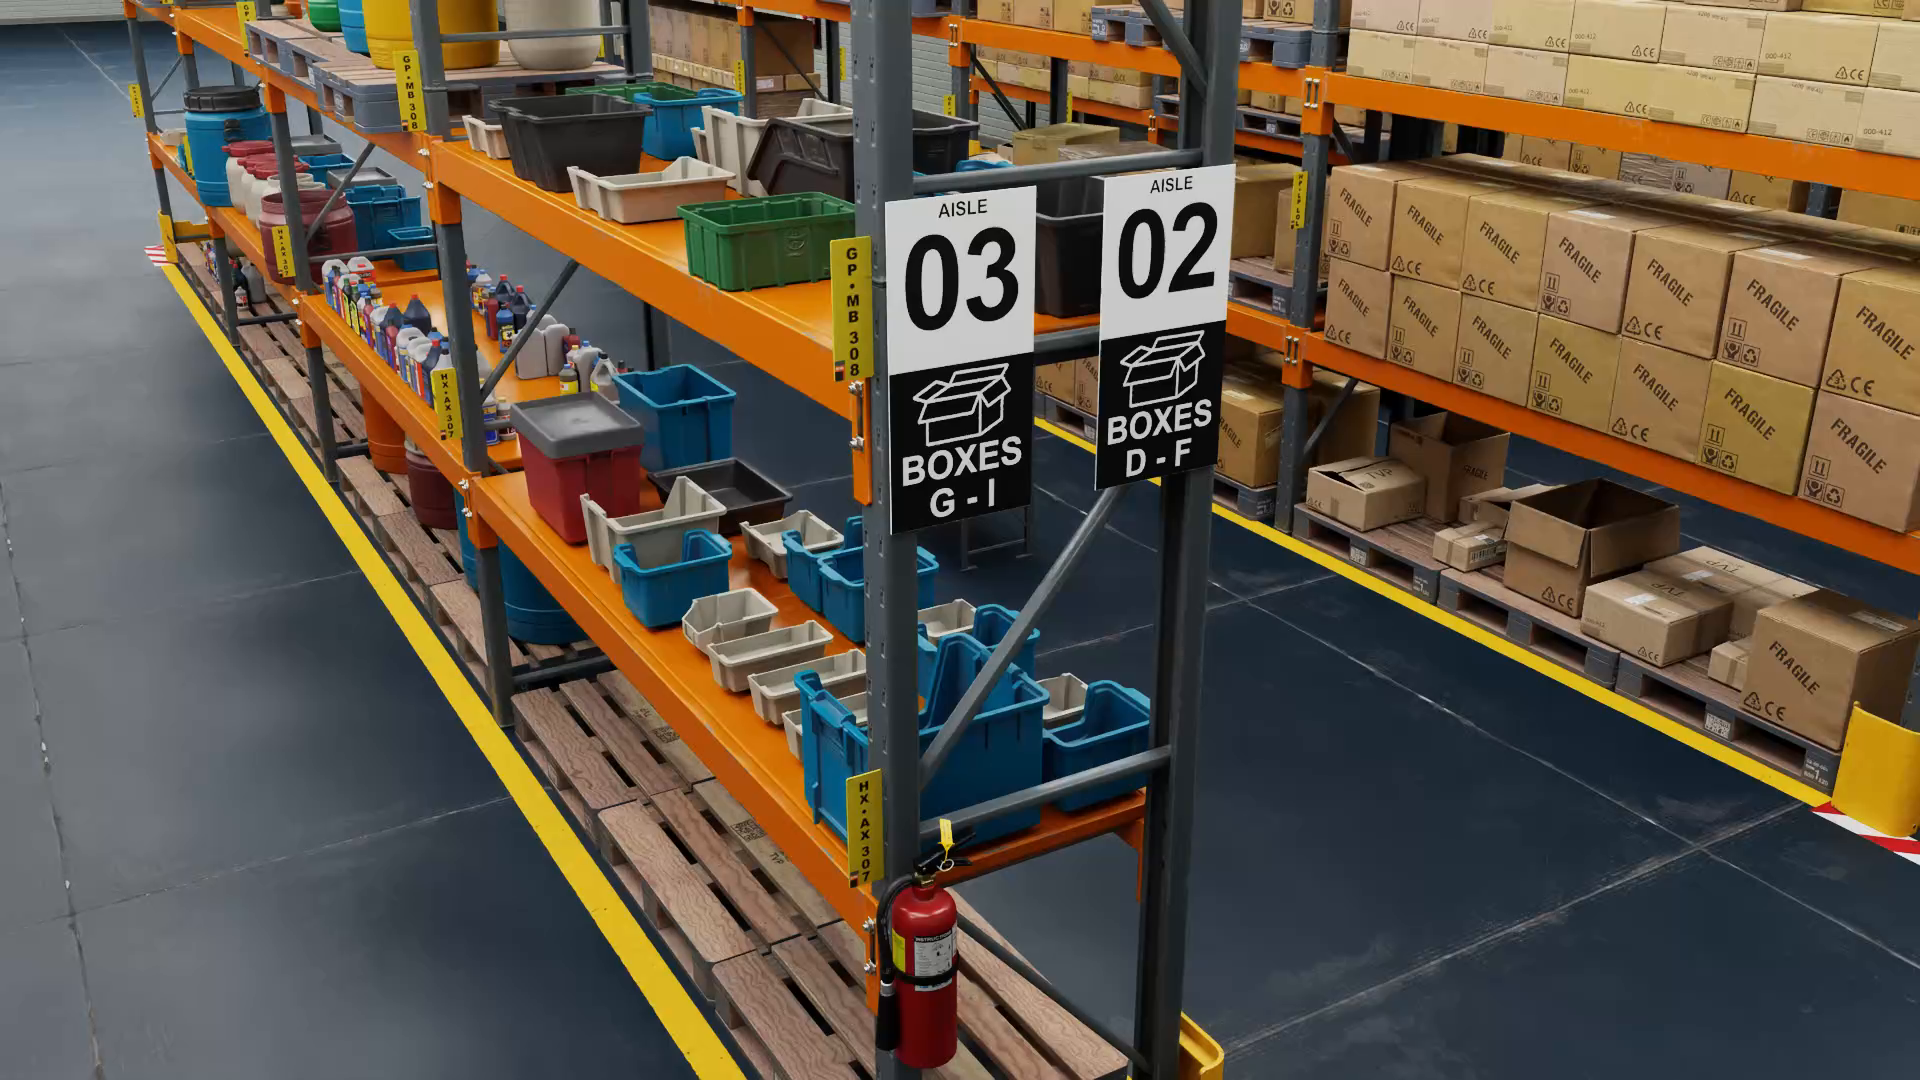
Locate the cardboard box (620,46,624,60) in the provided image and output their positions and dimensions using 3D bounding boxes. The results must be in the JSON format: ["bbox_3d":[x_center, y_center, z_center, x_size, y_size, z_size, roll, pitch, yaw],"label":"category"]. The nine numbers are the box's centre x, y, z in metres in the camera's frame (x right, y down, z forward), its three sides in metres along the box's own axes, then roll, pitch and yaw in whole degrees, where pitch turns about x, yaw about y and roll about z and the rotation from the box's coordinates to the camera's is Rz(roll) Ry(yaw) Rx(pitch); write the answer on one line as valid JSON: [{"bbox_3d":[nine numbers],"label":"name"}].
[{"bbox_3d":[-3.677,-5.600,19.111,0.380,0.149,0.250,-13,25,-29],"label":"cardboard box"}]

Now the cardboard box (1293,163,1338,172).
[{"bbox_3d":[3.735,-3.764,17.328,0.500,0.250,0.500,-13,25,-28],"label":"cardboard box"}]

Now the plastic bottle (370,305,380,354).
[{"bbox_3d":[-3.297,-1.202,9.456,0.097,0.271,0.097,0,22,0],"label":"plastic bottle"}]

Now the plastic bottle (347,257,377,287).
[{"bbox_3d":[-3.792,-1.650,10.552,0.152,0.276,0.135,-13,25,-28],"label":"plastic bottle"}]

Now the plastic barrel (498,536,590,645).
[{"bbox_3d":[-2.086,0.013,8.526,0.600,0.901,0.708,-13,25,-28],"label":"plastic barrel"}]

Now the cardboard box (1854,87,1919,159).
[{"bbox_3d":[3.992,-1.678,6.672,0.500,0.250,0.500,-13,25,-28],"label":"cardboard box"}]

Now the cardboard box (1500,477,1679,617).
[{"bbox_3d":[3.402,0.023,9.003,0.797,0.503,0.637,-13,25,-28],"label":"cardboard box"}]

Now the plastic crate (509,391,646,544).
[{"bbox_3d":[-1.582,-0.306,6.915,0.402,0.464,0.583,-13,25,-28],"label":"plastic crate"}]

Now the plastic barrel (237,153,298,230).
[{"bbox_3d":[-5.234,-2.649,12.664,0.433,0.535,0.433,0,22,0],"label":"plastic barrel"}]

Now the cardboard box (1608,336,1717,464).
[{"bbox_3d":[3.500,-0.711,7.944,0.500,0.500,0.500,-12,25,-28],"label":"cardboard box"}]

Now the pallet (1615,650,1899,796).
[{"bbox_3d":[4.034,0.767,8.144,1.003,0.211,1.213,-13,25,-28],"label":"pallet"}]

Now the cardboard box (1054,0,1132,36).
[{"bbox_3d":[1.173,-3.800,11.560,0.910,0.500,0.500,-13,25,-28],"label":"cardboard box"}]

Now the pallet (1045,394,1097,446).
[{"bbox_3d":[1.363,-0.897,12.237,1.003,0.211,1.213,-13,25,-28],"label":"pallet"}]

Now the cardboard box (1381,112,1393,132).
[{"bbox_3d":[4.403,-4.186,15.910,0.700,0.500,0.500,-16,27,-34],"label":"cardboard box"}]

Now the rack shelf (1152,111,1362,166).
[{"bbox_3d":[3.630,-4.100,17.370,1.077,0.370,4.000,-13,25,-28],"label":"rack shelf"}]

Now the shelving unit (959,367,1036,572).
[{"bbox_3d":[-0.044,-0.722,10.097,0.538,1.500,1.048,-13,25,-28],"label":"shelving unit"}]

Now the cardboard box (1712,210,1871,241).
[{"bbox_3d":[3.956,-1.277,8.008,0.500,0.500,0.500,-12,25,-28],"label":"cardboard box"}]

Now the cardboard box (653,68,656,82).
[{"bbox_3d":[-3.192,-5.145,18.854,0.700,0.500,0.500,-12,25,-27],"label":"cardboard box"}]

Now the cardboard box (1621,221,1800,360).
[{"bbox_3d":[3.490,-1.173,7.754,0.500,0.500,0.500,-12,25,-27],"label":"cardboard box"}]

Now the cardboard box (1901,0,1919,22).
[{"bbox_3d":[4.205,-2.304,6.553,0.700,0.500,0.500,-13,25,-28],"label":"cardboard box"}]

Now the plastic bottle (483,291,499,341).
[{"bbox_3d":[-2.738,-1.320,9.730,0.061,0.283,0.133,-13,25,-28],"label":"plastic bottle"}]

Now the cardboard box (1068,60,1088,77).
[{"bbox_3d":[1.593,-5.787,19.742,0.500,0.500,0.500,-13,26,-30],"label":"cardboard box"}]

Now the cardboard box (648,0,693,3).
[{"bbox_3d":[-3.437,-5.898,18.983,0.700,0.500,0.500,-13,25,-28],"label":"cardboard box"}]

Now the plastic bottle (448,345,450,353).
[{"bbox_3d":[-2.648,-0.903,8.720,0.097,0.271,0.097,0,22,0],"label":"plastic bottle"}]

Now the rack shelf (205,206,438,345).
[{"bbox_3d":[-4.887,-2.194,12.682,1.077,0.370,4.000,-13,25,-28],"label":"rack shelf"}]

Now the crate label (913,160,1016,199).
[{"bbox_3d":[0.027,-0.972,4.934,0.408,0.251,0.502,-13,25,-28],"label":"crate label"}]

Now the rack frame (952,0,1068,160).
[{"bbox_3d":[0.395,-2.832,13.295,1.000,3.000,0.127,-13,25,-28],"label":"rack frame"}]

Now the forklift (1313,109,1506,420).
[{"bbox_3d":[3.419,-2.733,13.142,1.130,2.935,3.031,-12,25,-27],"label":"forklift"}]

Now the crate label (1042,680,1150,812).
[{"bbox_3d":[0.378,0.616,4.955,0.416,0.233,0.303,-13,25,-28],"label":"crate label"}]

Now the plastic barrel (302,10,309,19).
[{"bbox_3d":[-4.036,-3.268,10.591,0.294,0.245,0.294,0,22,0],"label":"plastic barrel"}]

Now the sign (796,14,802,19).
[{"bbox_3d":[-2.822,-9.280,29.112,0.001,0.329,0.234,-13,25,-28],"label":"sign"}]

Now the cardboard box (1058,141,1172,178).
[{"bbox_3d":[1.116,-2.558,11.930,0.700,0.500,0.500,-8,23,-18],"label":"cardboard box"}]

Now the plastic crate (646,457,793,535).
[{"bbox_3d":[-1.020,-0.175,7.045,0.437,0.125,0.590,-13,25,-28],"label":"plastic crate"}]

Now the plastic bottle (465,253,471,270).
[{"bbox_3d":[-3.174,-1.703,10.672,0.061,0.283,0.133,-13,25,-28],"label":"plastic bottle"}]

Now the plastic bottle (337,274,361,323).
[{"bbox_3d":[-3.686,-1.471,10.111,0.152,0.276,0.135,-13,25,-28],"label":"plastic bottle"}]

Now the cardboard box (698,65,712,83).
[{"bbox_3d":[-2.490,-4.850,17.266,0.380,0.149,0.250,-13,25,-28],"label":"cardboard box"}]

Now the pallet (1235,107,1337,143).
[{"bbox_3d":[3.605,-4.330,17.235,1.003,0.211,1.213,-13,25,-28],"label":"pallet"}]

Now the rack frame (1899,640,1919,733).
[{"bbox_3d":[4.481,-0.242,6.924,1.000,3.000,0.127,-13,25,-28],"label":"rack frame"}]

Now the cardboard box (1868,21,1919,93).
[{"bbox_3d":[4.000,-1.911,6.581,0.500,0.250,0.500,-13,25,-28],"label":"cardboard box"}]

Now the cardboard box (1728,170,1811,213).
[{"bbox_3d":[6.242,-2.785,12.626,0.500,0.500,0.500,-13,26,-29],"label":"cardboard box"}]

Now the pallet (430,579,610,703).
[{"bbox_3d":[-2.181,0.449,8.928,1.003,0.211,1.213,-13,25,-28],"label":"pallet"}]

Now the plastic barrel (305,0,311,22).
[{"bbox_3d":[-3.578,-3.479,9.776,0.600,0.830,0.708,-13,25,-28],"label":"plastic barrel"}]

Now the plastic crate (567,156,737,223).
[{"bbox_3d":[-1.048,-1.179,5.596,0.437,0.136,0.530,-13,25,-28],"label":"plastic crate"}]

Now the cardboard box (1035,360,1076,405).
[{"bbox_3d":[0.906,-1.344,12.369,0.500,0.500,0.500,-13,25,-29],"label":"cardboard box"}]

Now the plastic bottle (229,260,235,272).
[{"bbox_3d":[-6.584,-2.367,15.085,0.144,0.351,0.185,-14,26,-31],"label":"plastic bottle"}]

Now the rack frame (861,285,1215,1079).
[{"bbox_3d":[0.221,0.709,4.583,1.000,3.000,0.127,-13,25,-28],"label":"rack frame"}]

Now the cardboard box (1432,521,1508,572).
[{"bbox_3d":[2.917,0.027,9.439,0.380,0.166,0.250,-13,25,-28],"label":"cardboard box"}]

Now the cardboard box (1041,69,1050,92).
[{"bbox_3d":[1.330,-5.601,20.280,0.500,0.250,0.500,-12,25,-28],"label":"cardboard box"}]

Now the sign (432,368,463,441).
[{"bbox_3d":[-2.296,-0.609,7.457,0.100,0.325,0.005,-13,25,-28],"label":"sign"}]

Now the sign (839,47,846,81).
[{"bbox_3d":[-1.187,-4.734,16.542,0.100,0.325,0.005,-13,25,-28],"label":"sign"}]

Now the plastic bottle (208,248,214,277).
[{"bbox_3d":[-7.119,-2.652,15.892,0.097,0.271,0.097,0,22,0],"label":"plastic bottle"}]

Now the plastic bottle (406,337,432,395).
[{"bbox_3d":[-2.814,-0.918,8.752,0.152,0.276,0.135,-13,25,-28],"label":"plastic bottle"}]

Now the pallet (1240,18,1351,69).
[{"bbox_3d":[2.165,-3.064,10.133,1.213,0.211,1.003,-13,25,-28],"label":"pallet"}]

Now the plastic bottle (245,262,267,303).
[{"bbox_3d":[-6.362,-2.333,15.000,0.144,0.351,0.185,-13,25,-28],"label":"plastic bottle"}]

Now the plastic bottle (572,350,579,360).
[{"bbox_3d":[-2.004,-0.909,8.829,0.097,0.201,0.097,0,22,0],"label":"plastic bottle"}]
